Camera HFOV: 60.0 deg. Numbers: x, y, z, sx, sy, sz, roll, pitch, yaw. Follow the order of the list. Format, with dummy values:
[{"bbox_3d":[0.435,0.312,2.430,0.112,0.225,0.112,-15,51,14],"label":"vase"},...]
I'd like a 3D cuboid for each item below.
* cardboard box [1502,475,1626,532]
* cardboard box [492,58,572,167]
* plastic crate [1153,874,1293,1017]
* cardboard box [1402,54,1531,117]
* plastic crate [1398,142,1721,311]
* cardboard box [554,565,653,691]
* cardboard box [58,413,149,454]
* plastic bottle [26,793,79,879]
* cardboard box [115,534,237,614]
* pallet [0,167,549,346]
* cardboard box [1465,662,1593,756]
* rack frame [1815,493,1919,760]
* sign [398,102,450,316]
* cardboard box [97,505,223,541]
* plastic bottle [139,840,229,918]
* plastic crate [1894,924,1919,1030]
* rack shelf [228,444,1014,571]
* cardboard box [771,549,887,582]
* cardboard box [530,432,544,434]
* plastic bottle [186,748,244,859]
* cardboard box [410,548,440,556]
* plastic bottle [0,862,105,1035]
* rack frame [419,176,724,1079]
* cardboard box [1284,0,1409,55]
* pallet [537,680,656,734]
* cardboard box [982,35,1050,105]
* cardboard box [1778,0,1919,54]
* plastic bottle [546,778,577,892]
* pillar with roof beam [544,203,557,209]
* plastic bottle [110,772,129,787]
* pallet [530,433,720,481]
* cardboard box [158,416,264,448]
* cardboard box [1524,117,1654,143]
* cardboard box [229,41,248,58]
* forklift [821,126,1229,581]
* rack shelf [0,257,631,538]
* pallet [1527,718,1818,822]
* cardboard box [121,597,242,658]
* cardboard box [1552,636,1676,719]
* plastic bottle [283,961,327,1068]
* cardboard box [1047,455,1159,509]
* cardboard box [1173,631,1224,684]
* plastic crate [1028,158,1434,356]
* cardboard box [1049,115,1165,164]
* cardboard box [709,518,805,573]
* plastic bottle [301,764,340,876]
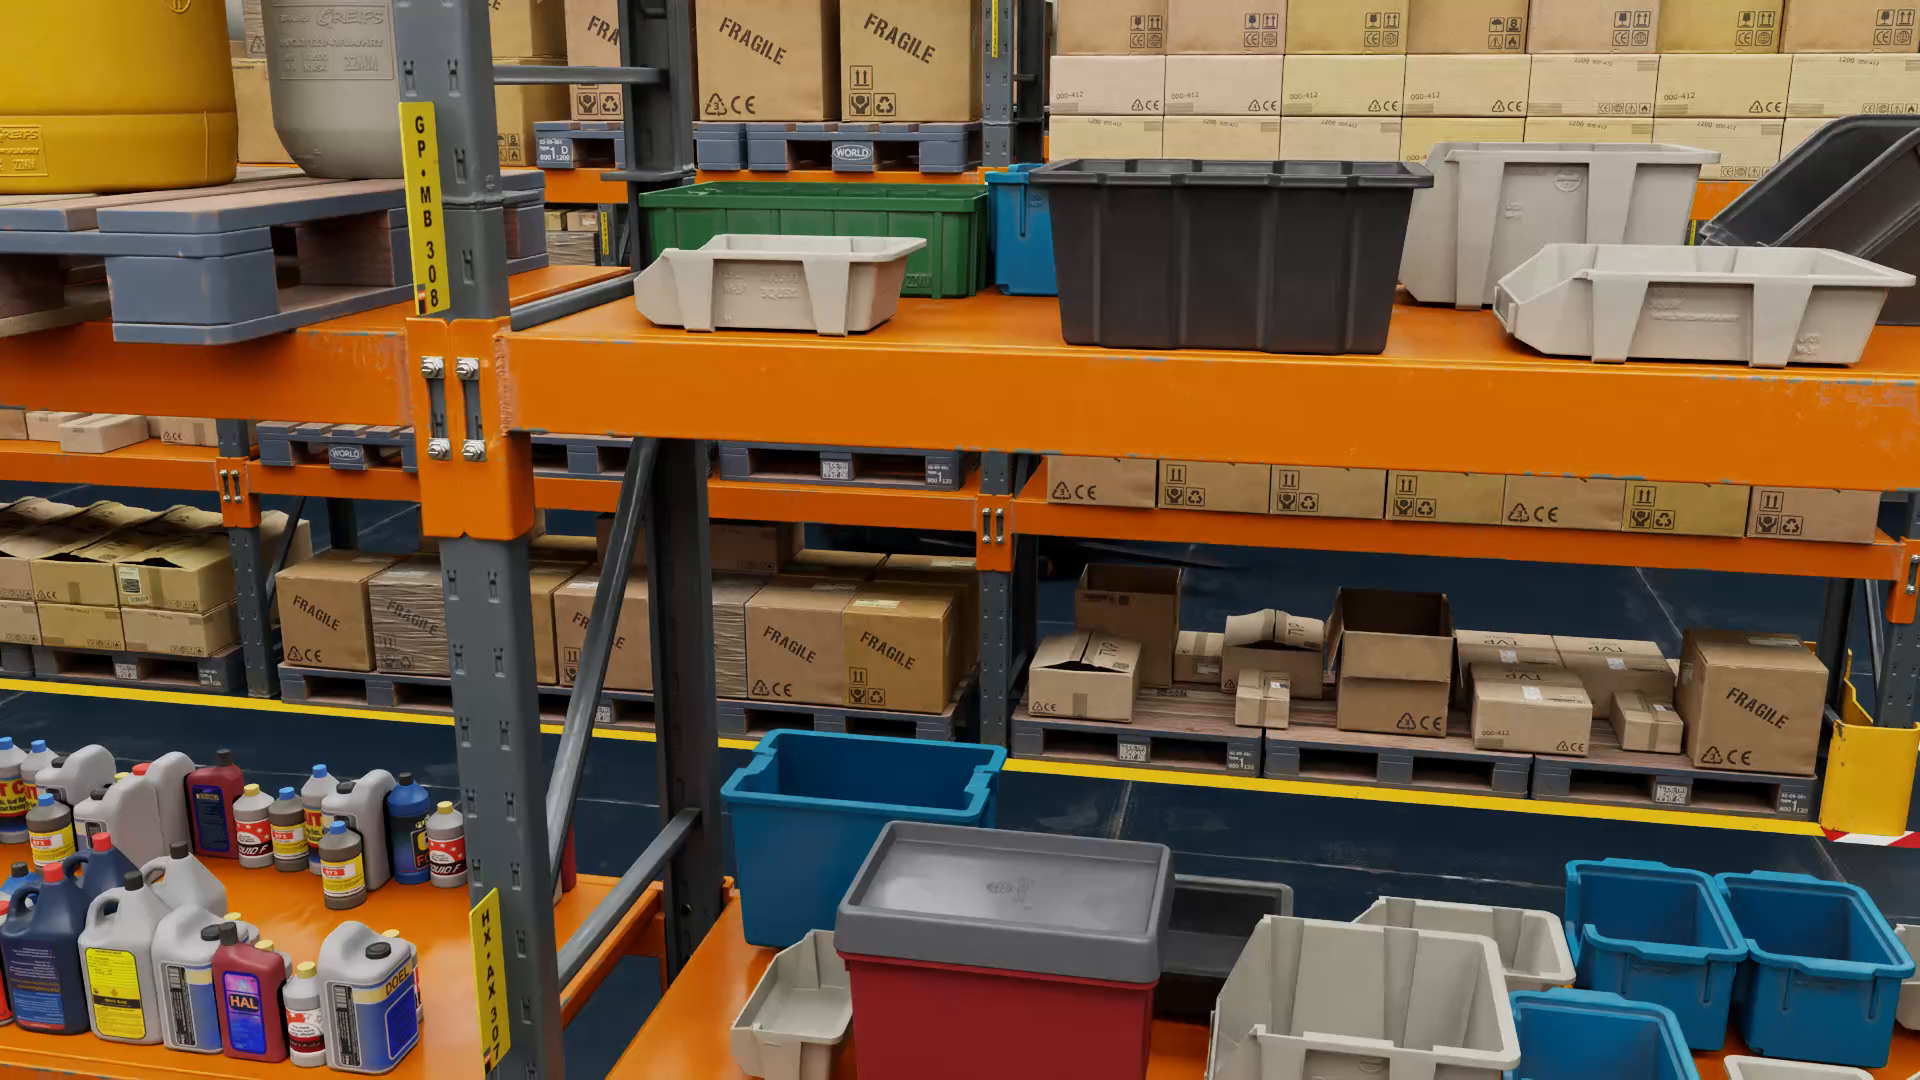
[{"bbox_3d":[2.689,-0.354,7.465,0.500,0.500,0.500,3,16,12],"label":"cardboard box"},{"bbox_3d":[-2.217,-2.149,8.325,0.500,0.500,0.910,3,16,11],"label":"cardboard box"},{"bbox_3d":[0.418,0.877,3.610,0.590,0.125,0.437,3,16,11],"label":"plastic crate"},{"bbox_3d":[2.154,-1.953,7.148,0.500,0.250,0.500,3,16,11],"label":"cardboard box"},{"bbox_3d":[1.077,-0.590,3.107,0.530,0.282,0.437,3,16,11],"label":"plastic crate"},{"bbox_3d":[-1.755,0.448,8.614,0.500,0.500,0.500,3,16,9],"label":"cardboard box"},{"bbox_3d":[-4.597,-0.579,8.933,0.250,0.149,0.380,3,16,11],"label":"cardboard box"},{"bbox_3d":[-2.251,0.727,4.119,0.097,0.201,0.097,0,15,0],"label":"plastic bottle"},{"bbox_3d":[-4.223,0.165,9.092,0.500,0.311,0.500,4,16,13],"label":"cardboard box"},{"bbox_3d":[-1.520,-0.587,3.226,1.003,0.211,1.213,3,16,11],"label":"pallet"},{"bbox_3d":[2.672,0.791,7.843,0.500,0.250,0.500,3,16,11],"label":"cardboard box"},{"bbox_3d":[4.179,-0.299,7.452,0.127,3.000,1.000,3,16,11],"label":"rack frame"},{"bbox_3d":[-0.843,-0.522,2.622,0.005,0.325,0.100,3,16,11],"label":"sign"},{"bbox_3d":[-4.632,-0.002,9.695,0.500,0.311,0.500,3,16,10],"label":"cardboard box"},{"bbox_3d":[-1.669,0.807,3.553,0.185,0.351,0.144,3,16,11],"label":"plastic bottle"},{"bbox_3d":[2.049,0.921,3.430,0.298,0.136,0.250,3,16,11],"label":"plastic crate"},{"bbox_3d":[-1.701,-0.271,8.700,4.000,0.370,1.077,3,16,11],"label":"rack shelf"},{"bbox_3d":[-0.692,0.366,8.910,0.500,0.500,0.500,3,16,12],"label":"cardboard box"},{"bbox_3d":[-2.163,-0.872,8.548,0.500,0.500,0.700,6,17,22],"label":"cardboard box"},{"bbox_3d":[-1.877,0.662,4.202,0.133,0.283,0.061,3,16,11],"label":"plastic bottle"},{"bbox_3d":[-2.698,0.257,9.305,0.500,0.500,0.500,4,16,13],"label":"cardboard box"},{"bbox_3d":[-1.879,0.835,3.452,0.185,0.351,0.144,3,16,11],"label":"plastic bottle"},{"bbox_3d":[-0.732,0.784,3.543,0.127,3.000,1.000,3,16,11],"label":"rack frame"},{"bbox_3d":[1.696,-2.383,7.295,0.500,0.500,0.700,3,16,11],"label":"cardboard box"},{"bbox_3d":[-1.745,0.735,8.945,1.213,0.211,1.003,3,16,11],"label":"pallet"},{"bbox_3d":[0.402,-3.589,12.699,0.500,0.500,0.700,2,16,8],"label":"cardboard box"},{"bbox_3d":[3.672,-2.297,6.988,0.500,0.500,0.700,3,16,11],"label":"cardboard box"},{"bbox_3d":[-1.006,0.709,4.032,0.133,0.283,0.061,3,16,11],"label":"plastic bottle"},{"bbox_3d":[-4.637,-4.081,9.867,0.400,9.000,9.100,3,16,11],"label":"pillar with roof beam"},{"bbox_3d":[-2.125,0.693,4.244,0.097,0.201,0.097,0,15,0],"label":"plastic bottle"},{"bbox_3d":[-1.754,-0.530,8.645,1.213,0.211,1.003,3,16,11],"label":"pallet"},{"bbox_3d":[-4.009,-0.712,9.111,0.500,0.311,0.500,4,16,15],"label":"cardboard box"},{"bbox_3d":[2.642,-1.683,7.111,0.500,0.250,0.500,3,16,11],"label":"cardboard box"},{"bbox_3d":[-6.077,-3.879,13.785,0.500,0.500,0.500,5,16,19],"label":"cardboard box"},{"bbox_3d":[0.541,-1.304,11.210,3.031,2.935,1.130,9,18,29],"label":"forklift"},{"bbox_3d":[-2.692,-0.421,3.622,4.000,0.370,1.077,3,16,11],"label":"rack shelf"},{"bbox_3d":[3.323,0.999,7.991,1.213,0.211,1.003,3,16,11],"label":"pallet"},{"bbox_3d":[-4.225,0.434,9.170,0.500,0.250,0.500,3,16,12],"label":"cardboard box"},{"bbox_3d":[3.212,0.685,8.228,0.500,0.250,0.500,3,16,11],"label":"cardboard box"},{"bbox_3d":[-1.302,0.944,3.336,0.097,0.201,0.097,0,15,0],"label":"plastic bottle"},{"bbox_3d":[0.704,-0.461,7.851,0.500,0.500,0.500,4,16,13],"label":"cardboard box"},{"bbox_3d":[1.253,0.611,8.685,0.250,0.149,0.380,3,16,11],"label":"cardboard box"},{"bbox_3d":[0.431,-0.461,2.662,0.590,0.269,0.497,3,16,11],"label":"plastic crate"},{"bbox_3d":[0.686,-1.794,7.512,0.500,0.250,0.500,3,16,11],"label":"cardboard box"},{"bbox_3d":[-1.147,-0.023,8.910,0.500,0.250,0.500,3,16,11],"label":"cardboard box"},{"bbox_3d":[-1.576,0.689,4.127,0.097,0.271,0.097,0,15,0],"label":"plastic bottle"}]
